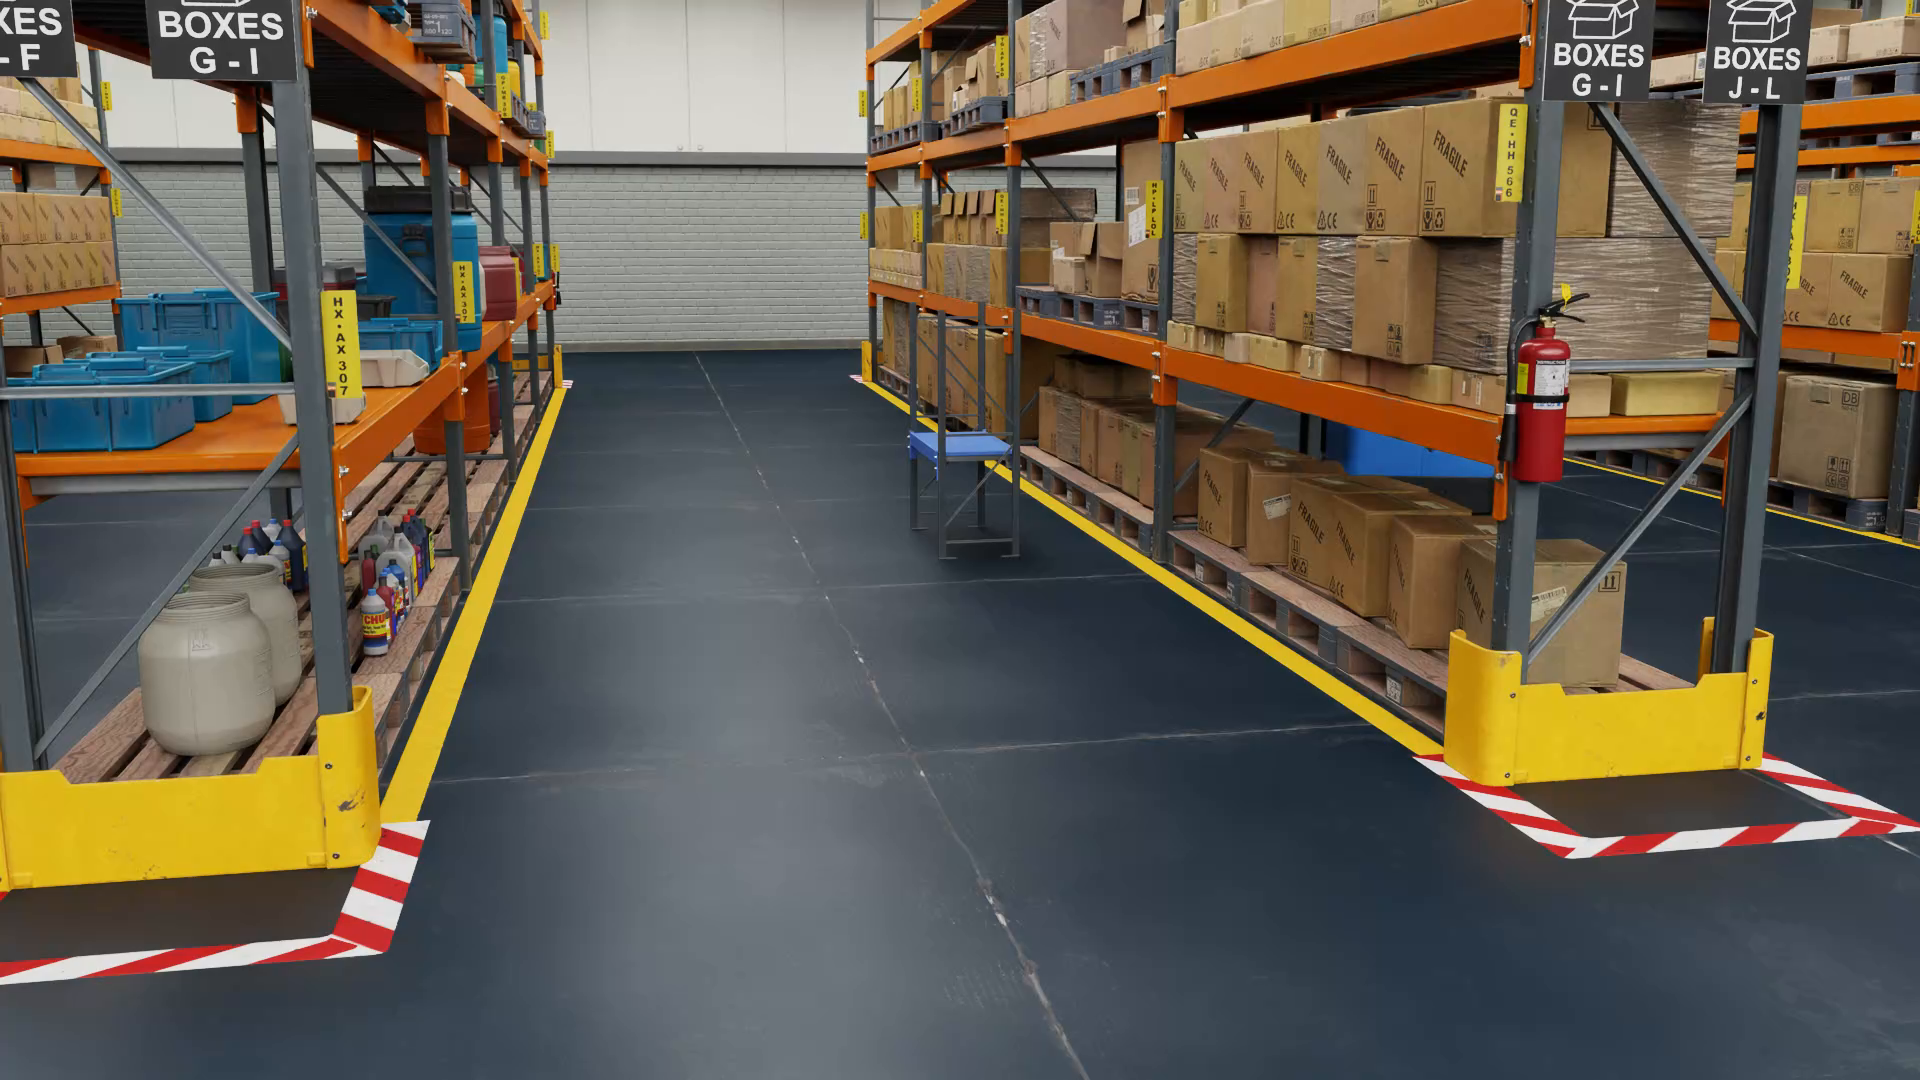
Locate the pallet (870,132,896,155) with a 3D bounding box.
[{"bbox_3d":[-0.519,-4.848,20.359,1.003,0.211,1.213,-2,11,-11],"label":"pallet"}]

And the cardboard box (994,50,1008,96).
[{"bbox_3d":[0.693,-3.926,13.880,0.797,0.503,0.637,-1,11,-8],"label":"cardboard box"}]

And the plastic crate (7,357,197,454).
[{"bbox_3d":[-2.811,-0.447,5.419,0.499,0.251,0.616,-2,11,-11],"label":"plastic crate"}]

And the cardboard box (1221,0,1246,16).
[{"bbox_3d":[1.572,-2.781,8.595,0.380,0.149,0.250,-2,11,-11],"label":"cardboard box"}]

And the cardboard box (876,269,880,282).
[{"bbox_3d":[-0.827,-3.259,20.469,0.380,0.149,0.250,-2,11,-12],"label":"cardboard box"}]

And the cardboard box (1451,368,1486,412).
[{"bbox_3d":[2.132,-0.586,6.426,0.380,0.149,0.250,-2,11,-11],"label":"cardboard box"}]

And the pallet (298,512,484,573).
[{"bbox_3d":[-3.389,0.055,9.845,1.003,0.211,1.213,-2,11,-11],"label":"pallet"}]

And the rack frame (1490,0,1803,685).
[{"bbox_3d":[2.438,-0.619,5.927,1.000,3.000,0.127,-2,11,-11],"label":"rack frame"}]

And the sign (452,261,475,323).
[{"bbox_3d":[-2.656,-1.327,8.903,0.100,0.325,0.005,-2,11,-11],"label":"sign"}]

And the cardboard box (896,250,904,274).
[{"bbox_3d":[-0.441,-3.152,18.841,0.500,0.250,0.500,-2,11,-10],"label":"cardboard box"}]

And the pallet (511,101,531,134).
[{"bbox_3d":[-4.282,-3.672,14.452,1.003,0.211,1.213,-2,11,-11],"label":"pallet"}]

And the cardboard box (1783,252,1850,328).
[{"bbox_3d":[6.083,-1.742,11.561,0.500,0.500,0.500,-2,11,-12],"label":"cardboard box"}]

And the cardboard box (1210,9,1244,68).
[{"bbox_3d":[1.604,-2.564,8.523,0.500,0.250,0.500,-2,11,-12],"label":"cardboard box"}]

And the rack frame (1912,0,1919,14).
[{"bbox_3d":[13.915,-7.042,23.629,1.000,3.000,0.127,-2,11,-11],"label":"rack frame"}]

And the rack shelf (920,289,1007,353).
[{"bbox_3d":[0.493,-2.100,15.630,1.077,0.370,4.000,-2,11,-11],"label":"rack shelf"}]

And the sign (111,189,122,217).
[{"bbox_3d":[-9.843,-3.935,19.404,0.100,0.325,0.005,-2,11,-11],"label":"sign"}]

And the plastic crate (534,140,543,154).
[{"bbox_3d":[-5.060,-4.572,19.241,0.450,0.188,0.336,-2,11,-11],"label":"plastic crate"}]

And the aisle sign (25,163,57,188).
[{"bbox_3d":[-10.693,-4.473,19.222,0.394,0.787,0.004,-2,11,-11],"label":"aisle sign"}]

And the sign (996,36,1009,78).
[{"bbox_3d":[0.336,-3.834,13.201,0.100,0.325,0.005,-2,11,-11],"label":"sign"}]

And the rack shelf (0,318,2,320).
[{"bbox_3d":[-9.224,-1.740,13.741,1.077,0.370,4.000,-2,11,-11],"label":"rack shelf"}]

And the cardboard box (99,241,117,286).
[{"bbox_3d":[-10.037,-3.171,19.066,0.500,0.500,0.500,-2,11,-9],"label":"cardboard box"}]

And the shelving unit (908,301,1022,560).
[{"bbox_3d":[0.017,-0.721,10.474,0.538,1.500,1.048,-2,11,-11],"label":"shelving unit"}]

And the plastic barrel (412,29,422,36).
[{"bbox_3d":[-4.029,-3.467,11.529,0.600,0.901,0.600,0,11,0],"label":"plastic barrel"}]

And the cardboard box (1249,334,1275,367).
[{"bbox_3d":[1.674,-0.951,8.340,0.380,0.149,0.250,-2,11,-11],"label":"cardboard box"}]

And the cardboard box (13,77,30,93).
[{"bbox_3d":[-9.807,-4.750,16.668,0.700,0.500,0.500,-2,11,-11],"label":"cardboard box"}]

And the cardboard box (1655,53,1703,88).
[{"bbox_3d":[5.790,-3.671,12.948,0.500,0.250,0.500,-2,11,-9],"label":"cardboard box"}]

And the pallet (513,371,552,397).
[{"bbox_3d":[-5.410,-1.851,19.857,1.003,0.211,1.213,-2,11,-11],"label":"pallet"}]

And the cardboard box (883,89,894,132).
[{"bbox_3d":[-0.529,-5.131,19.950,0.700,0.500,0.500,-3,11,-13],"label":"cardboard box"}]

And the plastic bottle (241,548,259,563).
[{"bbox_3d":[-3.346,0.175,7.875,0.097,0.271,0.097,0,11,0],"label":"plastic bottle"}]

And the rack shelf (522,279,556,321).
[{"bbox_3d":[-5.143,-2.653,18.538,1.077,0.370,4.000,-2,11,-11],"label":"rack shelf"}]

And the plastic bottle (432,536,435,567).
[{"bbox_3d":[-2.822,0.041,8.765,0.097,0.201,0.097,0,11,0],"label":"plastic bottle"}]

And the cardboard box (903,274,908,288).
[{"bbox_3d":[-0.426,-2.882,18.488,0.380,0.149,0.250,-2,11,-10],"label":"cardboard box"}]

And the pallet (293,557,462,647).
[{"bbox_3d":[-3.108,0.322,8.440,1.003,0.211,1.213,-2,11,-11],"label":"pallet"}]

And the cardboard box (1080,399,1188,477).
[{"bbox_3d":[1.270,-0.747,12.109,0.700,0.500,0.500,-1,11,-6],"label":"cardboard box"}]

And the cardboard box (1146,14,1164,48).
[{"bbox_3d":[1.379,-3.135,10.361,0.396,0.266,0.258,-2,11,-9],"label":"cardboard box"}]

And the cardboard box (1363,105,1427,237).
[{"bbox_3d":[1.986,-1.489,6.759,0.500,0.500,0.500,-2,11,-11],"label":"cardboard box"}]

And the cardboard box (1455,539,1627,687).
[{"bbox_3d":[2.333,0.287,6.726,0.500,0.500,0.500,0,11,0],"label":"cardboard box"}]

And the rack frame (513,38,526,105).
[{"bbox_3d":[-4.754,-5.587,15.983,1.000,3.000,0.127,-2,11,-11],"label":"rack frame"}]

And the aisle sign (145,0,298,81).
[{"bbox_3d":[-2.119,-1.713,4.724,0.394,0.787,0.004,-2,11,-11],"label":"aisle sign"}]

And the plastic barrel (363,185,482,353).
[{"bbox_3d":[-2.976,-1.501,9.218,0.600,0.901,0.708,-2,11,-11],"label":"plastic barrel"}]

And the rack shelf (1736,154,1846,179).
[{"bbox_3d":[9.436,-4.667,21.097,1.077,0.370,4.000,-2,11,-11],"label":"rack shelf"}]

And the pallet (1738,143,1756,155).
[{"bbox_3d":[9.442,-4.984,21.075,1.003,0.211,1.213,-2,11,-11],"label":"pallet"}]

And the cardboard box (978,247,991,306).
[{"bbox_3d":[0.452,-2.309,14.536,0.500,0.500,0.500,-2,11,-12],"label":"cardboard box"}]

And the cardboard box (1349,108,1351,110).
[{"bbox_3d":[4.650,-4.703,18.423,0.500,0.250,0.500,-3,11,-14],"label":"cardboard box"}]

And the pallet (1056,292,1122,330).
[{"bbox_3d":[1.308,-1.631,11.754,1.003,0.211,1.213,-2,11,-11],"label":"pallet"}]

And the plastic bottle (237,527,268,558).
[{"bbox_3d":[-3.411,0.110,8.002,0.144,0.351,0.185,-3,11,-13],"label":"plastic bottle"}]

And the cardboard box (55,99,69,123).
[{"bbox_3d":[-9.850,-4.571,17.731,0.500,0.250,0.500,-2,11,-11],"label":"cardboard box"}]

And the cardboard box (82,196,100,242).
[{"bbox_3d":[-9.936,-3.570,18.489,0.500,0.500,0.500,-2,11,-9],"label":"cardboard box"}]

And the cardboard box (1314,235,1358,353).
[{"bbox_3d":[2.088,-1.097,7.374,0.875,0.500,0.500,-2,11,-11],"label":"cardboard box"}]

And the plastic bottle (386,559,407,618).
[{"bbox_3d":[-2.593,0.223,7.623,0.097,0.271,0.097,0,11,0],"label":"plastic bottle"}]

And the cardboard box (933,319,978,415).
[{"bbox_3d":[0.423,-1.702,16.175,1.225,0.875,0.875,-3,11,-13],"label":"cardboard box"}]

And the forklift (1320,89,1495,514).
[{"bbox_3d":[3.263,-1.845,12.550,1.130,2.935,3.031,1,11,5],"label":"forklift"}]

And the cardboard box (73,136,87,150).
[{"bbox_3d":[-9.946,-4.417,18.260,0.500,0.250,0.500,-2,11,-11],"label":"cardboard box"}]

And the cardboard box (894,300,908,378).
[{"bbox_3d":[-0.294,-2.435,20.025,0.875,0.875,0.875,-2,11,-11],"label":"cardboard box"}]
